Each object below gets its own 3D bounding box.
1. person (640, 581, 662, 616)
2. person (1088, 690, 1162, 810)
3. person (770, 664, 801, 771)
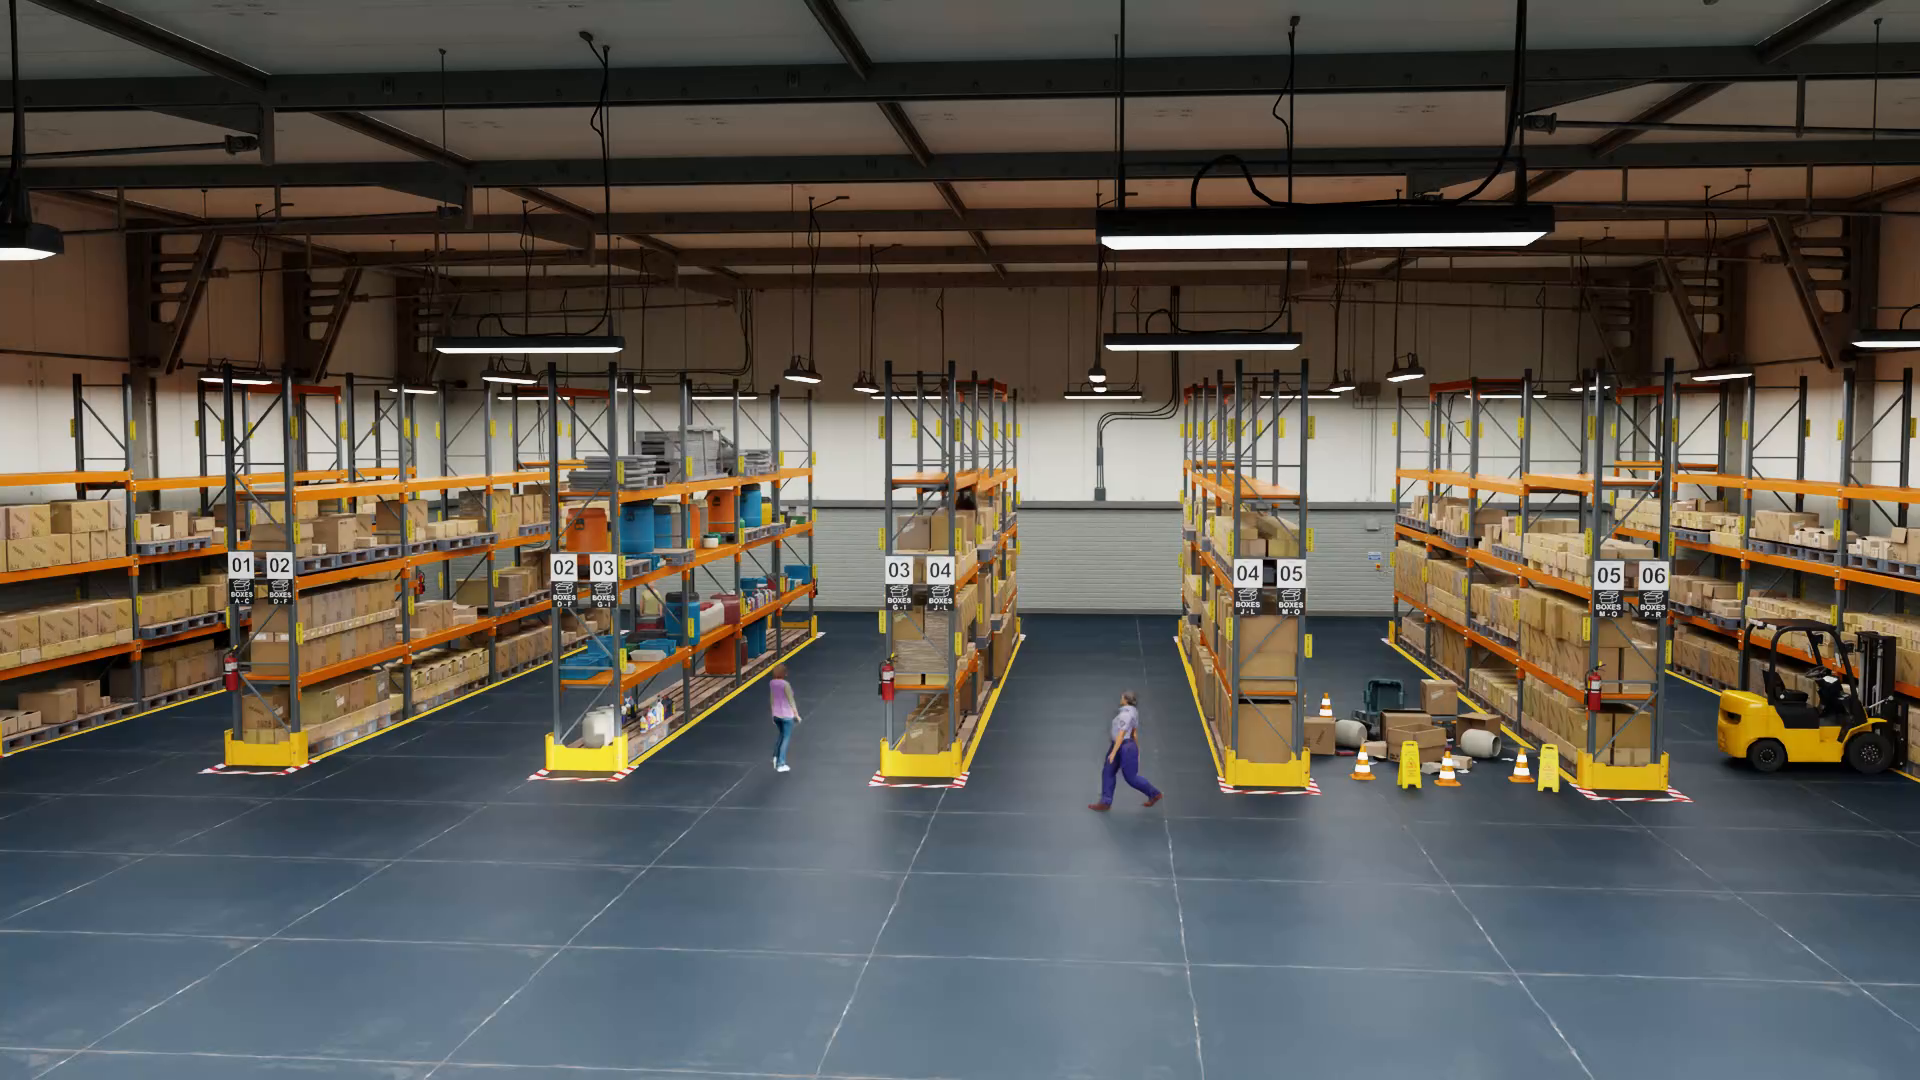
[{"bbox_3d":[-7.044,1.687,37.901,0.568,1.613,1.039,0,4,5],"label":"person"},{"bbox_3d":[2.181,2.766,21.848,0.926,1.593,0.464,-1,4,-16],"label":"person"},{"bbox_3d":[-2.571,2.597,24.363,0.438,1.593,0.420,2,4,33],"label":"person"}]
